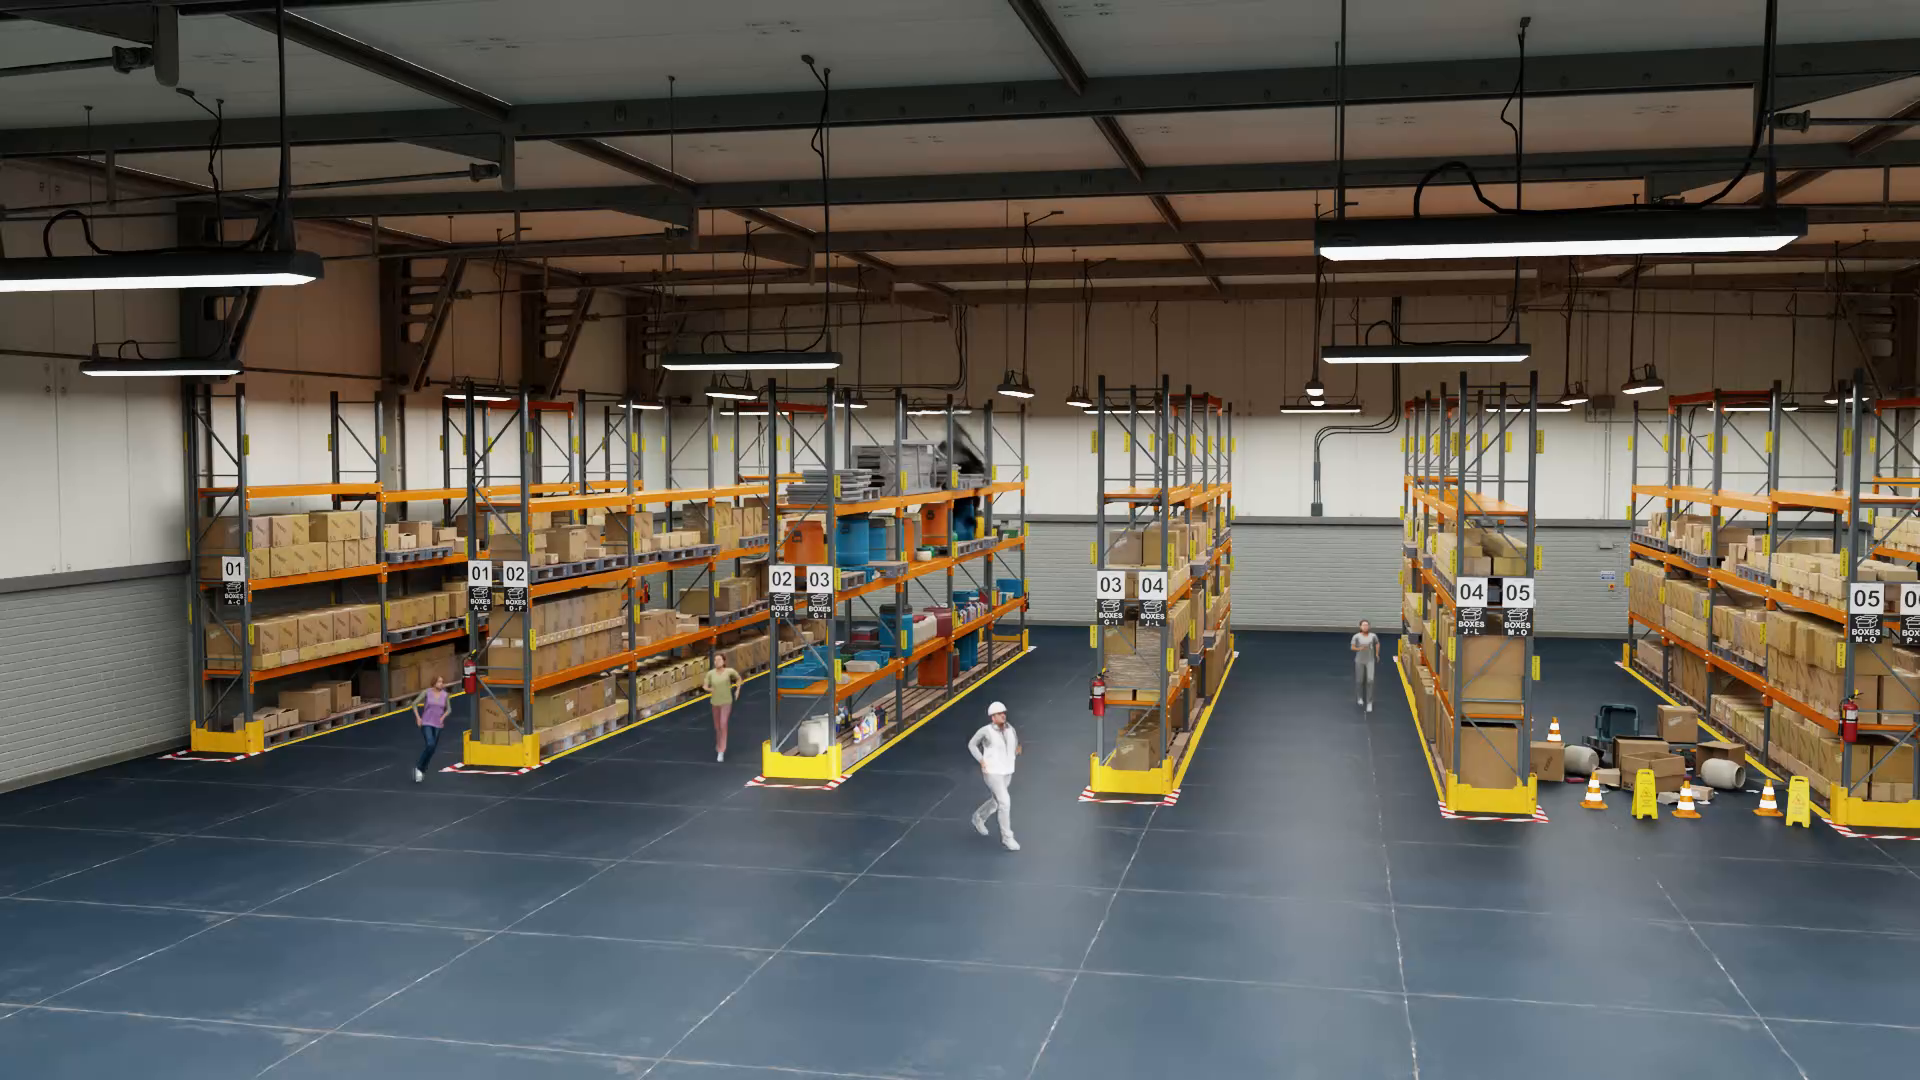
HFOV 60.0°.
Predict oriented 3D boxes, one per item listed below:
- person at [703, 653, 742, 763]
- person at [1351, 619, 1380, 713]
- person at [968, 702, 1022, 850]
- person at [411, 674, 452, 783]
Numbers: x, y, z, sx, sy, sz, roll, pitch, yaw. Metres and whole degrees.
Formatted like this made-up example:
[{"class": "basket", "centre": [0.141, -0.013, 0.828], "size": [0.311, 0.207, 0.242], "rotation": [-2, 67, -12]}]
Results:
[{"class": "person", "centre": [-3.810, 2.642, 26.635], "size": [0.583, 1.695, 0.955], "rotation": [0, 3, 6]}, {"class": "person", "centre": [7.671, 2.353, 31.482], "size": [0.543, 1.711, 0.844], "rotation": [1, 3, 11]}, {"class": "person", "centre": [0.477, 2.919, 20.876], "size": [0.641, 1.801, 0.892], "rotation": [-3, 5, -44]}, {"class": "person", "centre": [-7.881, 2.800, 24.828], "size": [0.569, 1.574, 0.596], "rotation": [-3, 4, -42]}]
